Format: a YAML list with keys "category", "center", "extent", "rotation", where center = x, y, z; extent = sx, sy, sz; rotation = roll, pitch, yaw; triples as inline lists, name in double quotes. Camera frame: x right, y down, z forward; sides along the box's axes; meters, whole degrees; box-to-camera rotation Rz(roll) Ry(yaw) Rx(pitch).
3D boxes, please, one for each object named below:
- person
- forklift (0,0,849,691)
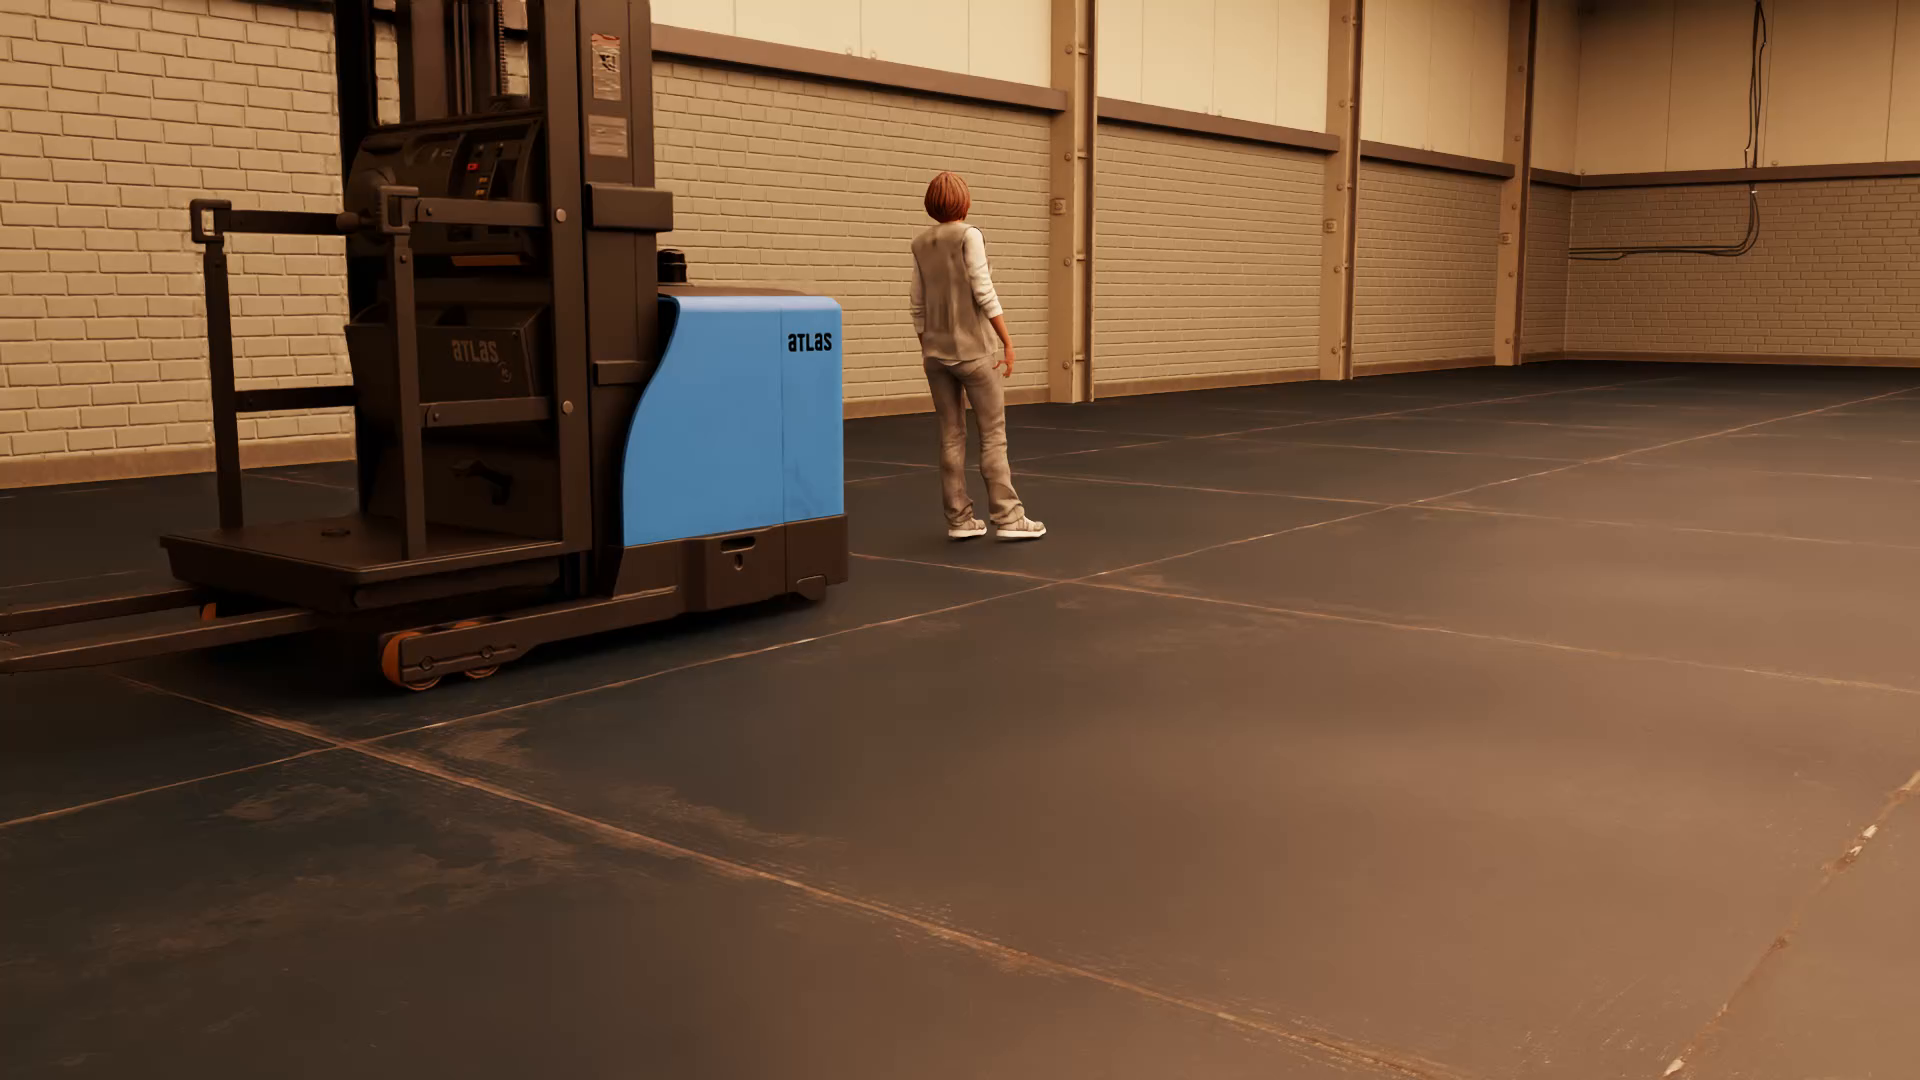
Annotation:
- category: "person"
  center: [0.058, -0.804, 7.337]
  extent: [0.521, 1.599, 0.473]
  rotation: [7, 11, 38]
- category: "forklift"
  center: [-1.714, -1.116, 4.908]
  extent: [1.130, 2.935, 3.031]
  rotation: [7, 11, 38]
